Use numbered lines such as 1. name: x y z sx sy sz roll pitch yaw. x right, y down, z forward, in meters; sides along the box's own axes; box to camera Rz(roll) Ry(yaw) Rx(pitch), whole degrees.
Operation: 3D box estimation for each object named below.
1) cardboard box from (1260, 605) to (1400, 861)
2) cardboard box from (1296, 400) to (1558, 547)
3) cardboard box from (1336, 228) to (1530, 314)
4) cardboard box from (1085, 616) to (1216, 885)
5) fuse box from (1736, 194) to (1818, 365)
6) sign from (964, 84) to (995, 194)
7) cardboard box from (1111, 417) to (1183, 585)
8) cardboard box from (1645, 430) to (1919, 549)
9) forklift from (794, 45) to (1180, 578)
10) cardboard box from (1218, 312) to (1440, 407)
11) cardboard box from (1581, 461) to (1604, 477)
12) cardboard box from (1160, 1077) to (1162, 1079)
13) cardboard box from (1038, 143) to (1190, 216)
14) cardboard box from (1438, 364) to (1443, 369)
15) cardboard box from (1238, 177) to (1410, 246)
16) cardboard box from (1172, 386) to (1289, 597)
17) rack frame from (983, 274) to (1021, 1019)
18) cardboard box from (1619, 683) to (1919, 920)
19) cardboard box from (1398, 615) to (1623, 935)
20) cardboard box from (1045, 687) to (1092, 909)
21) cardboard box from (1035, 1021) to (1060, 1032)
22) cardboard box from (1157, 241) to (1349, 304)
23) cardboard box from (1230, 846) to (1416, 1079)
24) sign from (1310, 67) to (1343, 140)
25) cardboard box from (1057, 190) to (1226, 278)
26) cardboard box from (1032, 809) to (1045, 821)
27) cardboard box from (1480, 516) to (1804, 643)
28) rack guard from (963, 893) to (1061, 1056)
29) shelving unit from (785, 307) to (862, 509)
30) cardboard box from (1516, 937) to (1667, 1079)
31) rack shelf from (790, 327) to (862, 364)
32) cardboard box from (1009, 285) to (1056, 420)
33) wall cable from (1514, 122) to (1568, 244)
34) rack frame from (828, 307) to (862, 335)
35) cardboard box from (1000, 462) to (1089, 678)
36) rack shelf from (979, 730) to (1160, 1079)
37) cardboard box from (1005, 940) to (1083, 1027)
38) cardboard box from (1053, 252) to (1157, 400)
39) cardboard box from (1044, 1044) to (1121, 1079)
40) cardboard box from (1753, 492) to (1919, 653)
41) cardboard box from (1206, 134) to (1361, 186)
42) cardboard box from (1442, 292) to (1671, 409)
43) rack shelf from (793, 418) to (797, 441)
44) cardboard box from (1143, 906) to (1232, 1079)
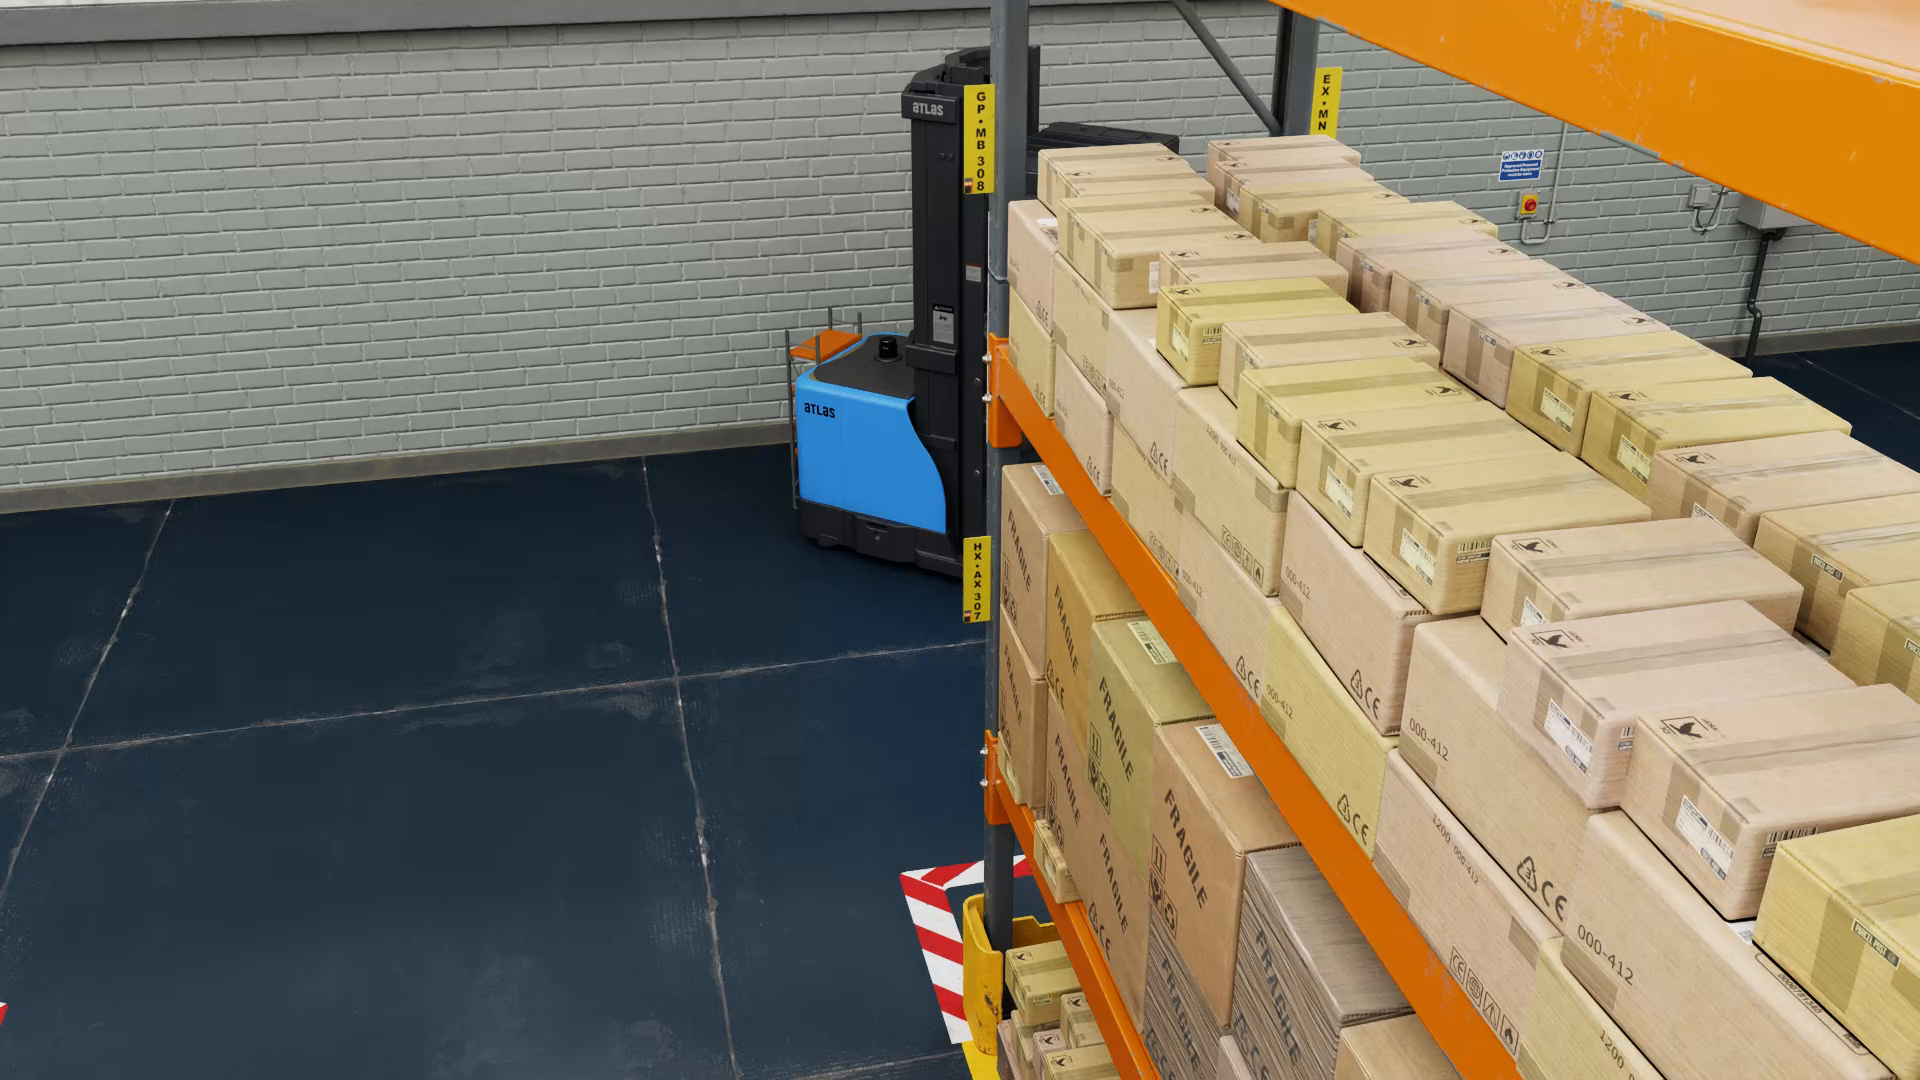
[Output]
1. cardboard box: 0.902 0.320 3.124 0.500 0.250 0.500 -6 27 -12
2. cardboard box: 0.838 -0.124 3.007 0.380 0.149 0.250 -6 27 -12
3. cardboard box: 1.134 -0.636 4.022 0.380 0.149 0.250 -7 28 -13
4. cardboard box: 0.648 0.520 4.341 0.500 0.500 0.500 -7 28 -13
5. fuse box: 6.176 -2.126 12.564 0.539 1.711 0.414 -6 27 -12
6. sign: 0.062 -1.206 5.012 0.100 0.325 0.005 -6 27 -12
7. cardboard box: 0.686 -0.125 4.006 0.500 0.250 0.500 -7 28 -13
8. cardboard box: 1.429 -0.059 2.879 0.380 0.149 0.250 -7 28 -13
9. forklift: 0.554 -1.174 9.323 3.031 2.935 1.130 14 30 25
10. cardboard box: 0.763 -0.355 3.465 0.380 0.149 0.250 -5 27 -10
11. cardboard box: 1.409 0.051 3.102 0.500 0.250 0.500 -5 27 -11
12. cardboard box: 0.745 1.435 4.357 0.380 0.149 0.250 -5 27 -10
13. cardboard box: 0.441 -1.040 4.822 0.380 0.149 0.250 -6 27 -12
14. cardboard box: 1.171 -0.402 3.999 0.500 0.250 0.500 -6 27 -11
15. cardboard box: 0.970 -0.859 4.462 0.380 0.149 0.250 -7 28 -13
16. cardboard box: 0.772 -0.134 3.470 0.500 0.250 0.500 -7 28 -14
17. rack frame: 0.590 0.468 5.994 1.000 3.000 0.127 -6 27 -12
18. cardboard box: 1.085 0.326 2.116 0.380 0.149 0.250 -5 27 -10
19. cardboard box: 1.034 0.322 2.566 0.500 0.250 0.500 -7 28 -14
20. cardboard box: 0.568 0.748 4.998 0.500 0.500 0.500 -6 27 -11
21. cardboard box: 0.458 1.676 5.968 0.380 0.149 0.250 -5 27 -9
22. cardboard box: 0.687 -0.591 3.932 0.380 0.149 0.250 -5 27 -10
23. cardboard box: 0.899 0.969 3.451 0.500 0.500 0.500 -5 27 -10
24. sign: 1.136 -1.314 5.213 0.100 0.325 0.005 -6 27 -12
25. cardboard box: 0.471 -0.800 4.346 0.380 0.149 0.250 -6 27 -12
26. cardboard box: 0.442 0.863 5.490 0.380 0.149 0.250 -5 27 -10
27. cardboard box: 1.045 0.096 2.572 0.380 0.149 0.250 -5 27 -10
28. rack guard: 0.607 1.617 6.491 1.175 0.500 0.348 -6 27 -12
29. shelving unit: -0.841 -0.814 10.531 0.258 1.200 0.503 14 30 25
30. cardboard box: 1.118 0.764 2.246 0.500 0.250 0.500 -5 27 -10
31. rack shelf: -0.841 -1.164 10.353 0.258 0.148 0.480 14 30 25
32. cardboard box: 0.442 -0.581 4.910 0.500 0.250 0.500 -5 27 -10
33. wall cable: 4.097 -3.020 11.742 0.585 1.953 0.123 -6 27 -12
34. rack frame: -0.726 -0.910 10.722 0.240 1.200 0.015 14 30 25
35. cardboard box: 0.433 0.068 5.236 0.500 0.500 0.500 -6 27 -12
36. rack shelf: 1.041 1.667 4.417 1.077 0.370 4.000 -6 27 -12
37. cardboard box: 0.377 1.552 5.884 0.380 0.149 0.250 -7 28 -14
38. cardboard box: 0.555 -0.579 4.352 0.500 0.250 0.500 -6 27 -12
39. cardboard box: 0.489 1.784 5.423 0.380 0.149 0.250 -6 27 -12
40. cardboard box: 1.507 0.052 2.658 0.380 0.149 0.250 -7 28 -13
41. cardboard box: 0.952 -1.089 4.920 0.380 0.149 0.250 -6 27 -12
42. cardboard box: 1.277 -0.412 3.577 0.380 0.149 0.250 -7 28 -13
43. rack shelf: -0.841 -0.754 10.561 0.258 0.148 0.480 14 30 25
44. cardboard box: 0.787 1.187 4.128 0.500 0.500 0.500 -7 28 -13
